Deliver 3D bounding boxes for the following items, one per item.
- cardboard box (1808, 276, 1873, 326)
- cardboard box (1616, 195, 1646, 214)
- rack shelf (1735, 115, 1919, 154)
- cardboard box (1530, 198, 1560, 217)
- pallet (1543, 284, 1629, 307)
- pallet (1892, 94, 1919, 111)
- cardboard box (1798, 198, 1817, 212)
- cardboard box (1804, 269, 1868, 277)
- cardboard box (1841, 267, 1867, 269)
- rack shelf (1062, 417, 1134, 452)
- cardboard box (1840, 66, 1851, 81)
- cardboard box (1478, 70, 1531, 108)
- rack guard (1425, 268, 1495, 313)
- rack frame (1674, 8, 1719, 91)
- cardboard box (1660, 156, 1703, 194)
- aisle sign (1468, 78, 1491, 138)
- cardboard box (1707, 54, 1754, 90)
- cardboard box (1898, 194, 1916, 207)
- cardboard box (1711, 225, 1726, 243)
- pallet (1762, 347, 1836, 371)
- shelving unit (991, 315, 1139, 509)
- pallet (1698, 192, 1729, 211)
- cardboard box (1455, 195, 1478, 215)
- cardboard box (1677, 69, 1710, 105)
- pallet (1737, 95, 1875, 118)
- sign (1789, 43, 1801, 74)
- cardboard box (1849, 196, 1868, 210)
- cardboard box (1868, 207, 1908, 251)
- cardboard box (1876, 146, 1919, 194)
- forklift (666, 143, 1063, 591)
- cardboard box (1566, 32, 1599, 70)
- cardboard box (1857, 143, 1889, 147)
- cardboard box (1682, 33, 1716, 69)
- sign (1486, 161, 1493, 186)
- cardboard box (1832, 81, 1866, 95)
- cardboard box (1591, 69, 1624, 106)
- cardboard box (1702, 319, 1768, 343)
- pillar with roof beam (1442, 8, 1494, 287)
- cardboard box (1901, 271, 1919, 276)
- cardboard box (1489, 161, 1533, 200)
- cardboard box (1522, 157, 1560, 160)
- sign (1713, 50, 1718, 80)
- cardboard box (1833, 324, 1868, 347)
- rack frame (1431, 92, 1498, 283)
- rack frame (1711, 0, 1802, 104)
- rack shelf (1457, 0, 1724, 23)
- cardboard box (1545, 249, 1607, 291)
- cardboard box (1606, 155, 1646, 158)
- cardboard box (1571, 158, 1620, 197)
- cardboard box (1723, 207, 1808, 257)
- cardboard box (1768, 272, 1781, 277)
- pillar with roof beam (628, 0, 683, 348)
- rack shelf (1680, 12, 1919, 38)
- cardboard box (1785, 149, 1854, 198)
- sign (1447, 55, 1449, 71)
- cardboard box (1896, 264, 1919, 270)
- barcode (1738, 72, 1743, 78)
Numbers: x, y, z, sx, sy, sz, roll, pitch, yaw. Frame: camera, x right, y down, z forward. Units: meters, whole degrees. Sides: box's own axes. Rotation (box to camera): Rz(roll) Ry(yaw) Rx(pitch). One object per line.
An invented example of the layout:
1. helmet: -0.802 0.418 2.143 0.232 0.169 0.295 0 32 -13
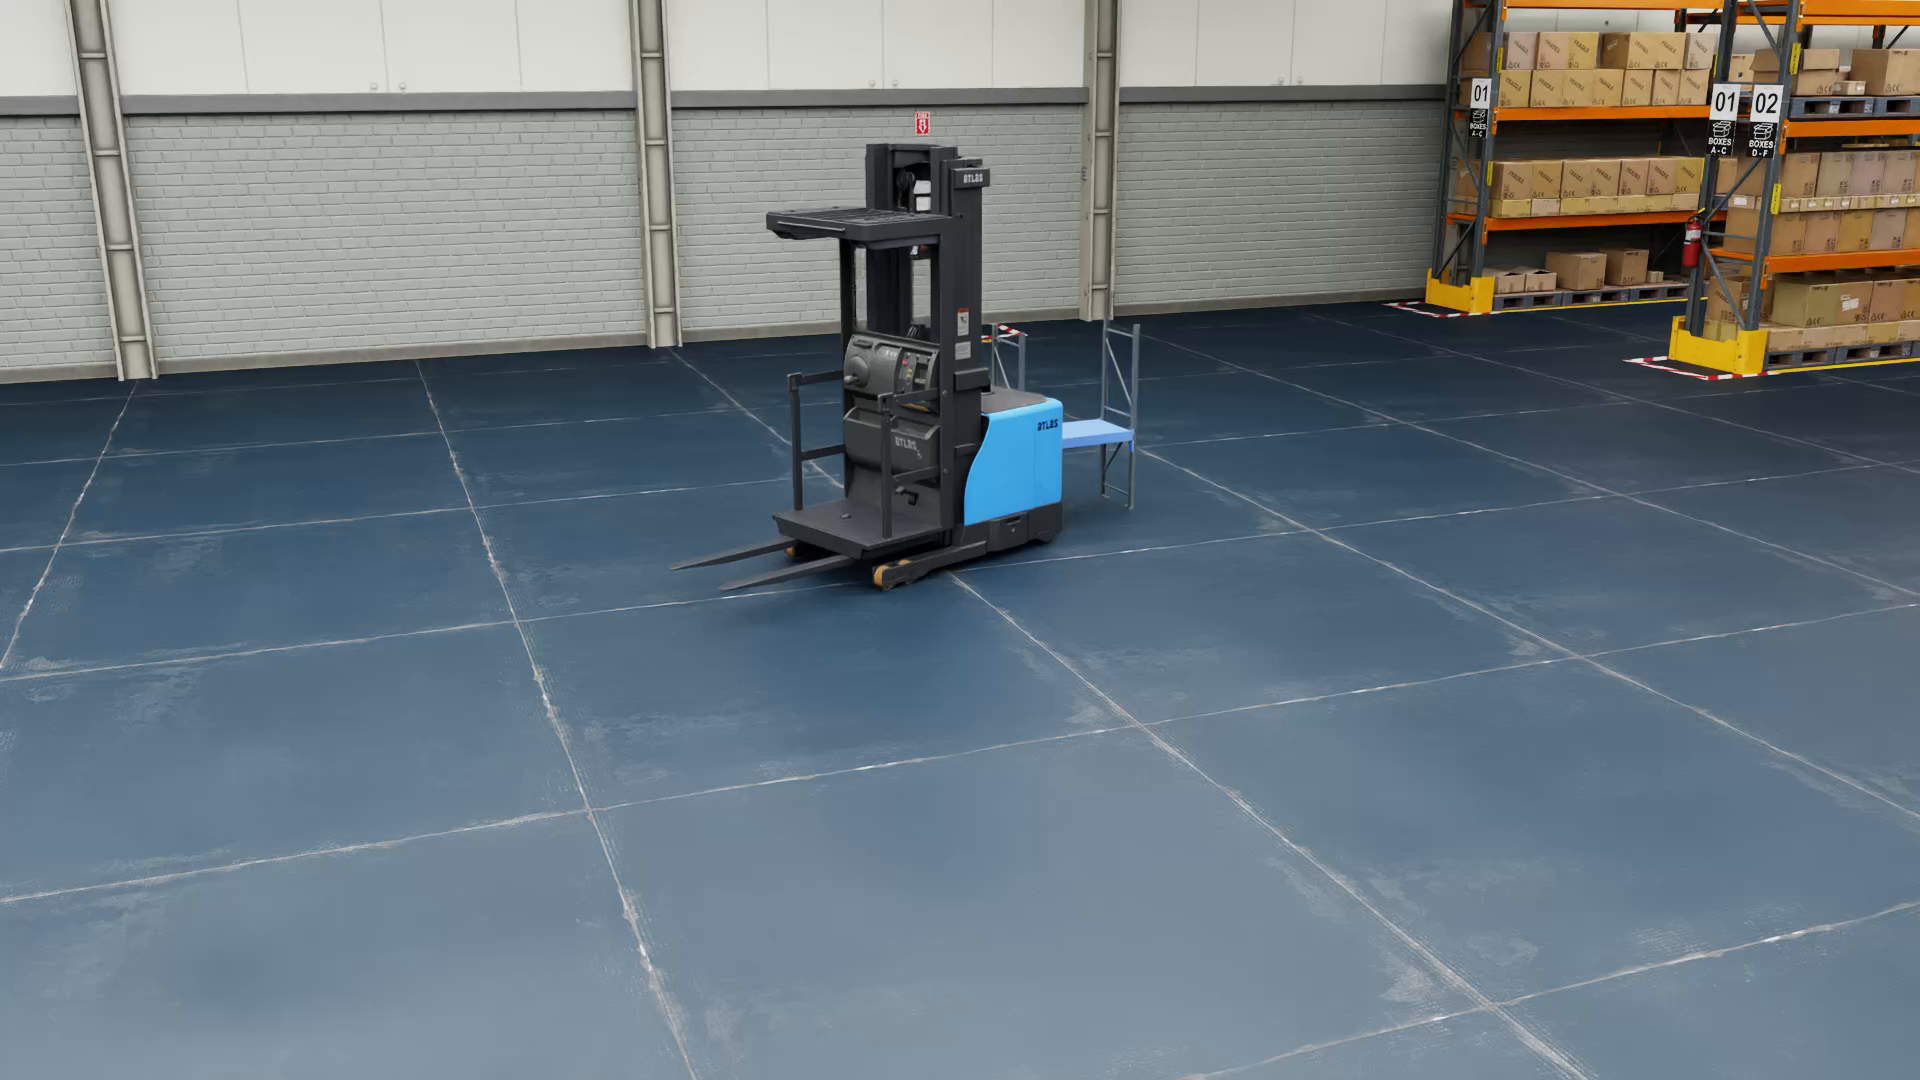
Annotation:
1. cardboard box: 10.423 -2.843 19.760 0.500 0.500 0.500 -6 17 -20
2. cardboard box: 9.607 -4.914 24.241 0.500 0.250 0.500 -6 17 -20
3. rack shelf: 10.782 -4.797 19.562 4.000 0.370 1.077 -6 17 -20
4. cardboard box: 8.187 -4.763 23.726 0.500 0.250 0.500 -7 18 -22
5. pallet: 9.118 -3.668 24.715 1.213 0.211 1.003 -6 17 -20
6. pallet: 11.862 -5.208 19.843 1.213 0.211 1.003 -6 17 -20
7. cardboard box: 9.603 -3.870 19.126 0.250 0.149 0.380 -7 18 -22
8. cardboard box: 10.705 -3.030 20.397 0.500 0.500 0.500 -6 17 -20
9. cardboard box: 13.955 -4.536 26.376 0.500 0.500 0.700 -6 17 -19
10. rack shelf: 0.828 -0.798 13.292 1.000 0.185 0.538 -8 18 -25
11. cardboard box: 10.415 -5.408 19.530 0.500 0.311 0.500 -4 17 -14
12. cardboard box: 7.540 -6.269 23.085 0.500 0.500 0.500 -6 17 -19
13. rack guard: 7.209 -3.612 24.012 0.348 0.500 1.175 -6 17 -20
14. rack frame: 10.874 -8.086 24.161 0.127 3.000 1.000 -6 17 -20
15. cardboard box: 10.543 -5.376 24.480 0.500 0.500 0.500 -6 17 -20
16. aisle sign: 7.179 -5.965 22.974 0.004 0.787 0.394 -6 17 -20
17. cardboard box: 11.413 -6.930 24.627 0.500 0.500 0.500 -4 17 -12
18. cardboard box: 11.039 -4.024 19.650 0.250 0.149 0.380 -6 17 -18
19. cardboard box: 11.965 -4.703 25.613 0.500 0.250 0.500 -7 18 -21
20. pallet: 9.614 -2.251 19.889 1.213 0.211 1.003 -6 17 -20
21. shelving unit: 0.828 -0.970 13.241 1.048 1.500 0.538 -8 18 -25
22. pallet: 11.639 -5.154 25.166 1.213 0.211 1.003 -6 17 -20
23. cardboard box: 7.506 -4.840 23.986 0.500 0.250 0.500 -6 17 -19
24. cardboard box: 10.488 -6.588 24.171 0.500 0.500 0.500 -6 17 -19
25. pallet: 9.584 -4.962 19.006 1.213 0.211 1.003 -6 17 -20
26. sign: 9.107 -5.251 18.140 0.005 0.325 0.100 -6 17 -20
27. cardboard box: 10.321 -3.948 19.388 0.250 0.149 0.380 -7 18 -22
28. cardboard box: 10.800 -3.749 19.865 0.500 0.500 0.700 -6 17 -18
29. cardboard box: 11.298 -4.427 19.869 0.500 0.500 0.700 -6 17 -20
30. forklift: -0.643 -1.230 11.585 3.031 2.935 1.130 -15 22 -41
31. cardboard box: 8.546 -6.847 23.280 0.500 0.500 0.500 -6 17 -19
32. cardboard box: 14.297 -6.138 26.067 0.250 0.149 0.380 -9 18 -27
33. cardboard box: 10.503 -7.062 24.011 0.500 0.500 0.500 -8 18 -25
34. sign: 7.333 -5.077 23.025 0.005 0.325 0.100 -6 17 -20
35. cardboard box: 10.076 -5.160 18.976 0.250 0.149 0.380 -6 17 -20
36. cardboard box: 9.030 -6.426 23.622 0.500 0.500 0.500 -5 17 -17
37. cardboard box: 9.309 -2.515 19.973 0.500 0.250 0.500 -6 17 -20
38. pillar with roof beam: 9.023 -6.848 19.946 0.400 9.000 9.100 -6 17 -20
39. cardboard box: 11.824 -2.995 20.276 0.500 0.500 0.500 -6 17 -20
40. cardboard box: 7.692 -5.070 23.441 0.500 0.500 0.500 -6 17 -20
41. cardboard box: 8.457 -5.306 24.244 0.500 0.500 0.500 -7 18 -22
42. sign: 8.733 -5.471 19.151 0.005 0.325 0.100 -6 17 -20
43. cardboard box: 10.427 -2.480 19.856 0.500 0.250 0.500 -6 17 -20
44. rack frame: 7.138 -4.804 23.633 0.127 3.000 1.000 -6 17 -20
45. rack frame: 8.914 -6.379 18.351 0.127 3.000 1.000 -6 17 -20
46. rack shelf: 9.006 -7.537 23.577 4.000 0.370 1.077 -6 17 -20
47. cardboard box: 9.052 -3.980 24.483 0.500 0.500 0.700 -7 18 -24
48. cardboard box: 9.876 -5.461 24.771 0.500 0.500 0.500 -6 17 -20
49. cardboard box: 9.119 -5.223 23.961 0.500 0.500 0.500 -6 17 -18
50. cardboard box: 9.355 -3.593 19.331 0.500 0.500 0.700 -6 17 -20
51. cardboard box: 12.510 -4.404 25.926 0.500 0.500 0.700 -6 17 -19
52. pillar with roof beam: -2.183 -5.638 15.826 0.400 9.000 9.100 -6 17 -20
53. rack shelf: 12.741 -7.750 25.006 4.000 0.370 1.077 -6 17 -20
54. cardboard box: 9.893 -4.275 19.352 0.500 0.500 0.700 -7 18 -22
55. sign: 6.959 -6.816 23.590 0.005 0.325 0.100 -6 17 -20
56. cardboard box: 12.105 -3.182 20.914 0.500 0.500 0.500 -6 17 -20
57. barcode: 9.024 -5.376 19.228 0.075 0.075 0.001 -6 17 -20
